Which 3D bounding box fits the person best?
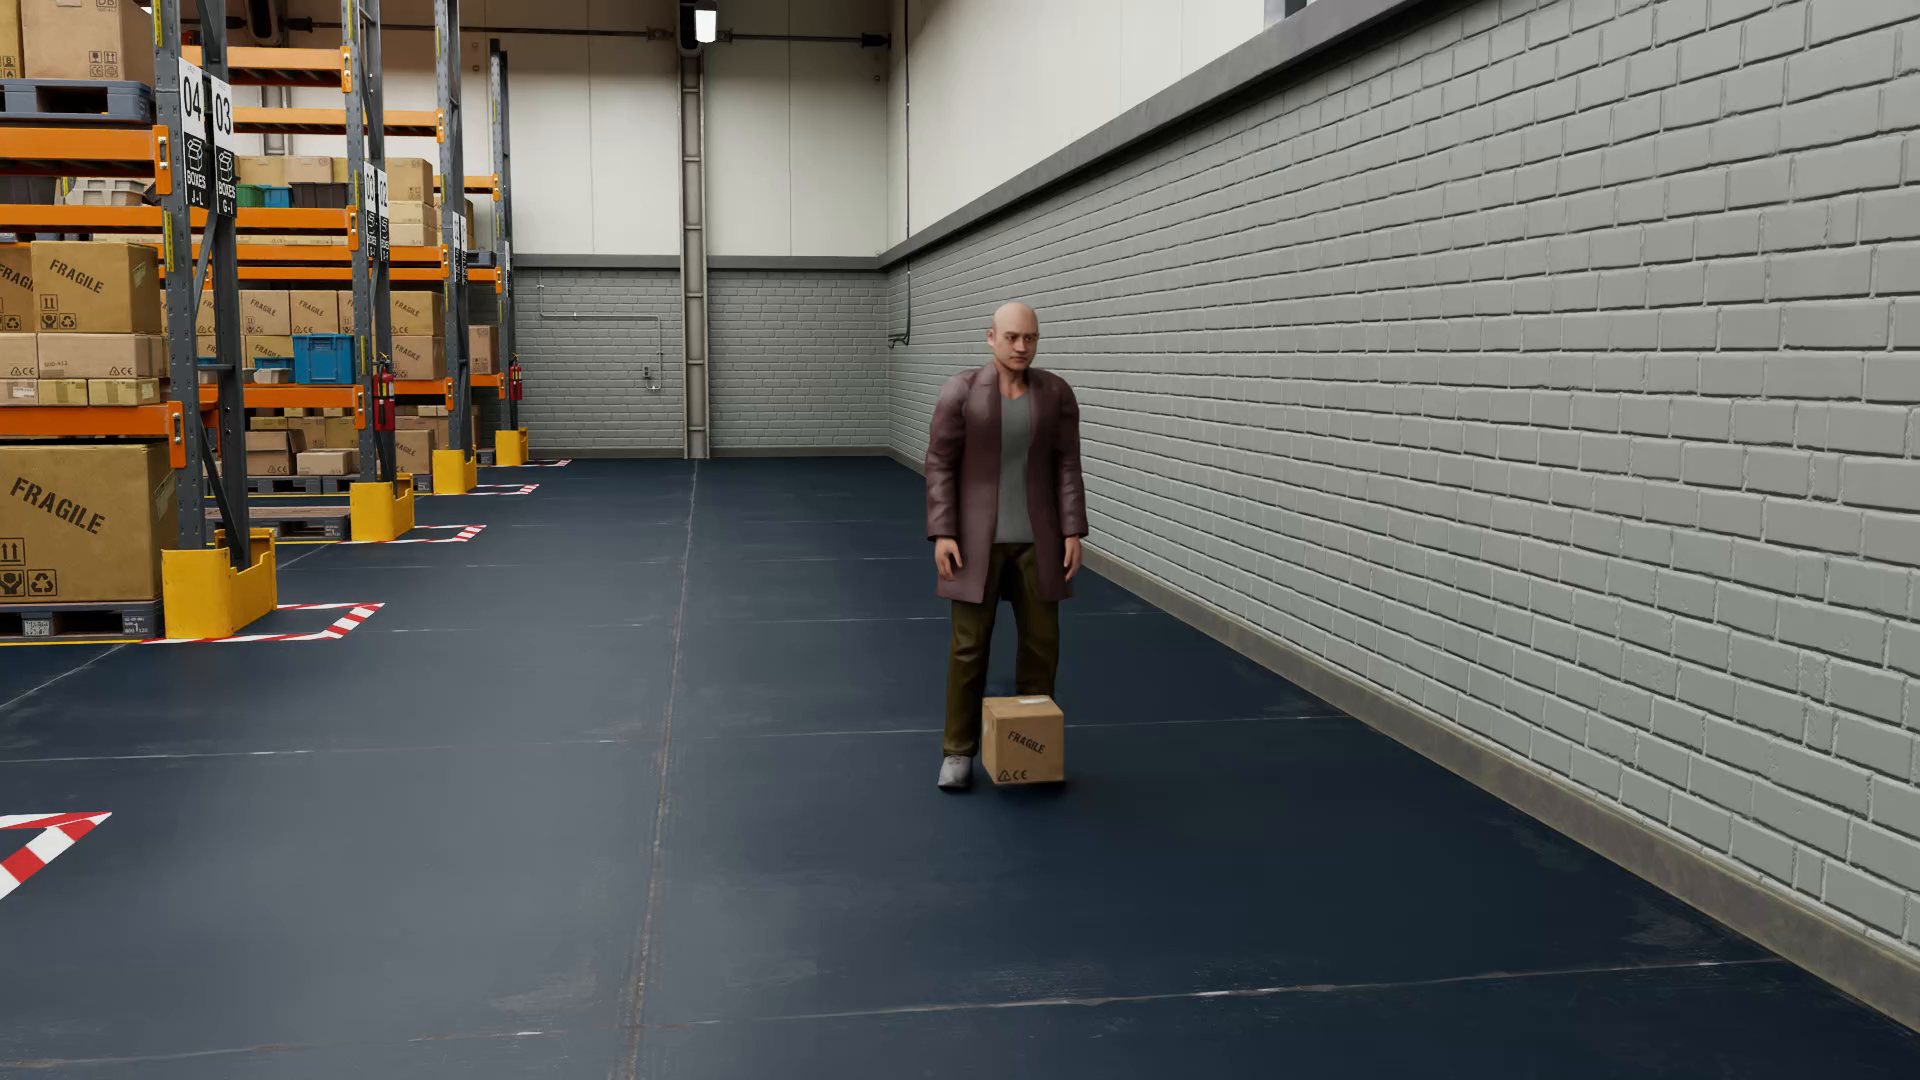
[{"bbox_3d":[0.176,0.011,6.170,0.612,1.774,0.426,-1,6,-11],"label":"person"}]
